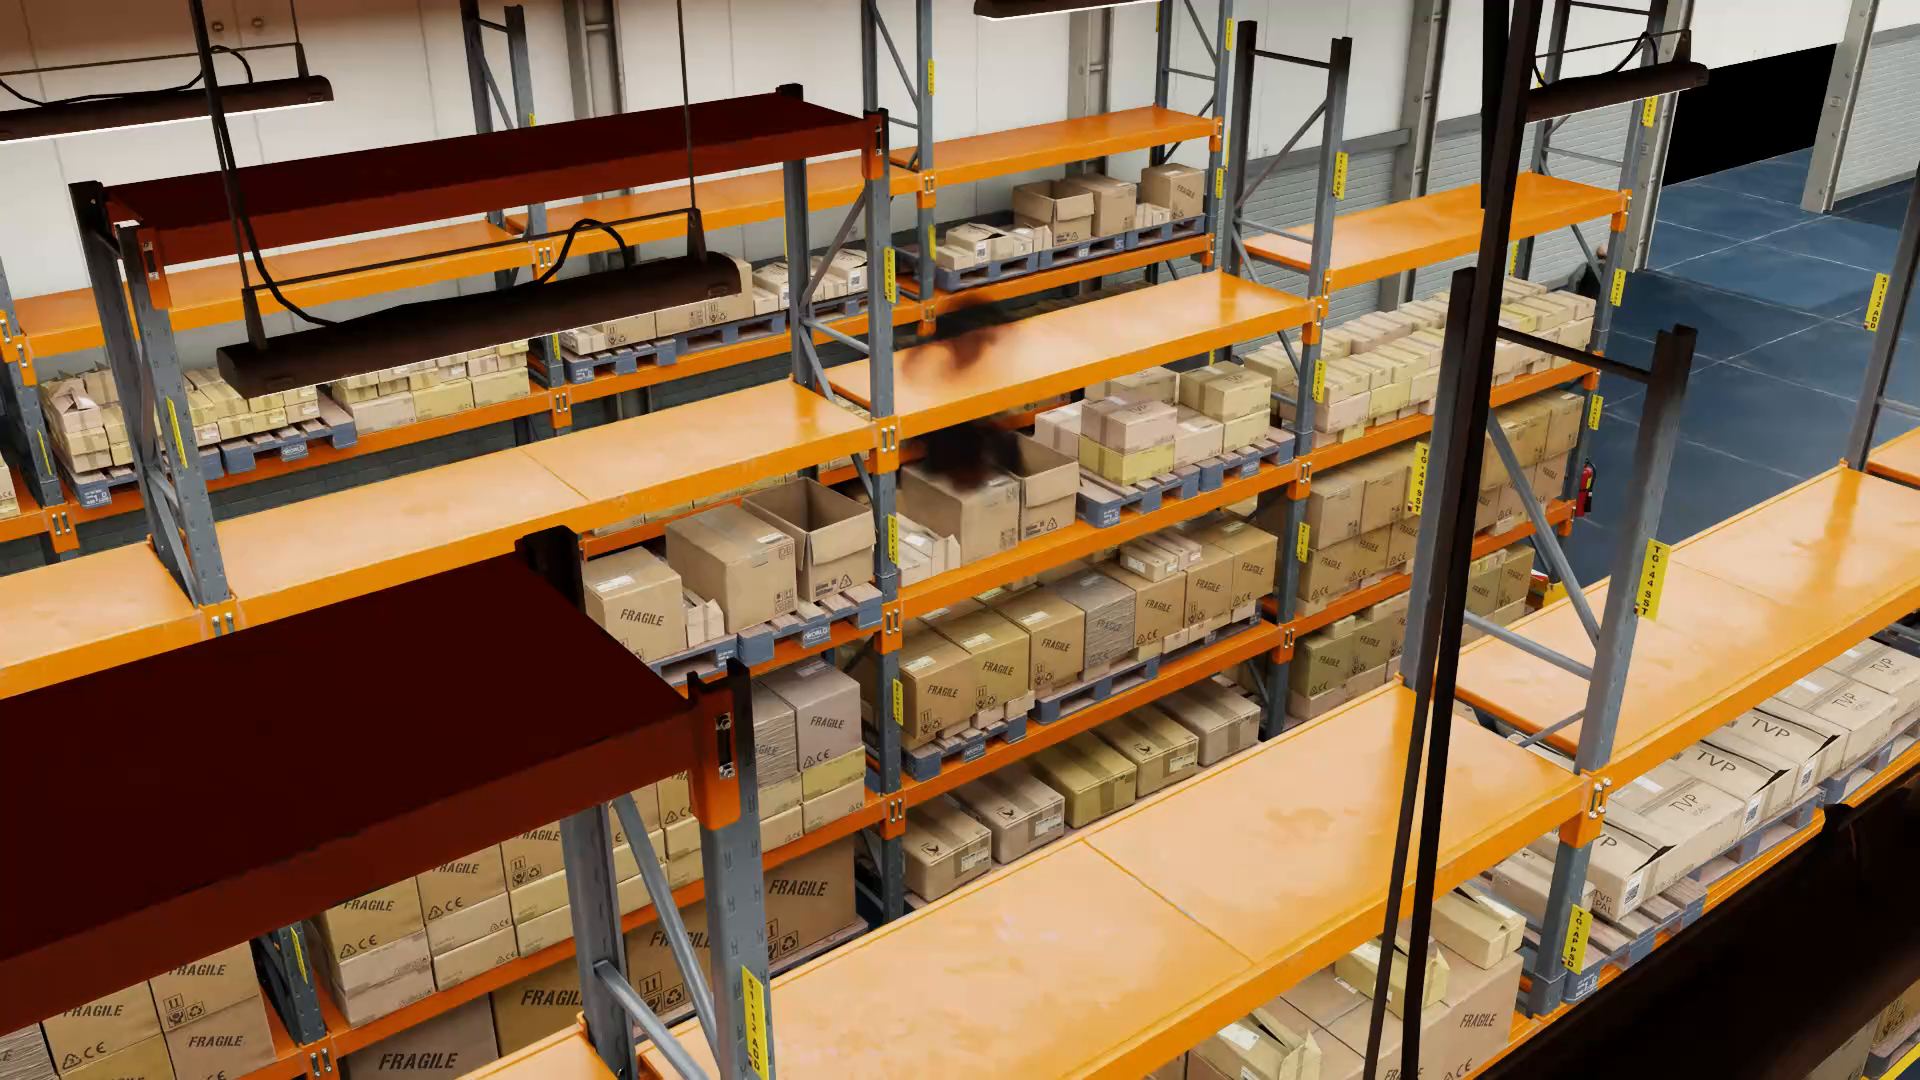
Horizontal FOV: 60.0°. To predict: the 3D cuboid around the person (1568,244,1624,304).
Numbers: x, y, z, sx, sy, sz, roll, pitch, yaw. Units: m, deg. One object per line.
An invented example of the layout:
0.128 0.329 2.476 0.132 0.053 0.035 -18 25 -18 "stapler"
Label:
8.585 -3.135 22.558 0.645 1.795 0.808 20 33 35 "person"
